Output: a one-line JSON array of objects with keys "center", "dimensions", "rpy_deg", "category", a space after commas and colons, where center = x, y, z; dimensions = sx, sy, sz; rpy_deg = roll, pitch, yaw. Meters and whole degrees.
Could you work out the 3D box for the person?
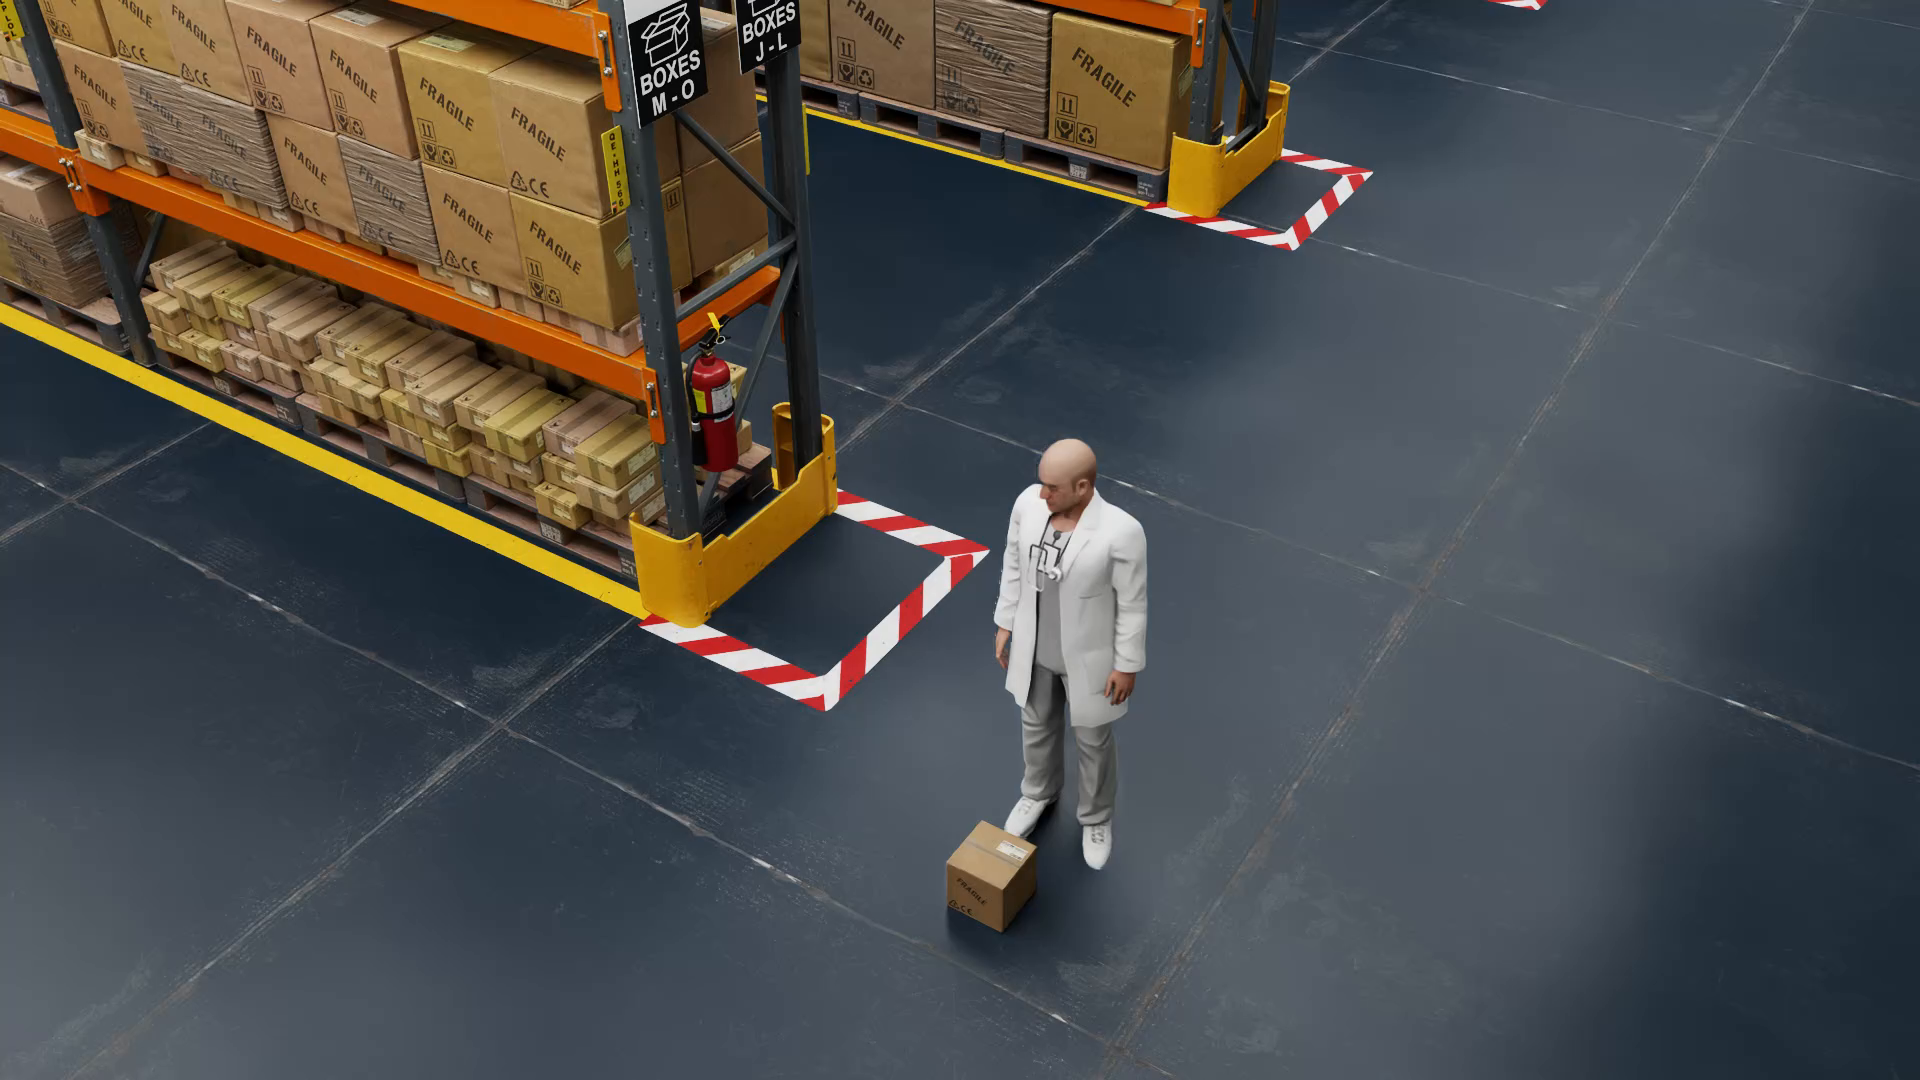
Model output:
[{"center": [0.376, 0.437, 6.149], "dimensions": [0.623, 1.822, 0.413], "rpy_deg": [23, 43, 26], "category": "person"}]
